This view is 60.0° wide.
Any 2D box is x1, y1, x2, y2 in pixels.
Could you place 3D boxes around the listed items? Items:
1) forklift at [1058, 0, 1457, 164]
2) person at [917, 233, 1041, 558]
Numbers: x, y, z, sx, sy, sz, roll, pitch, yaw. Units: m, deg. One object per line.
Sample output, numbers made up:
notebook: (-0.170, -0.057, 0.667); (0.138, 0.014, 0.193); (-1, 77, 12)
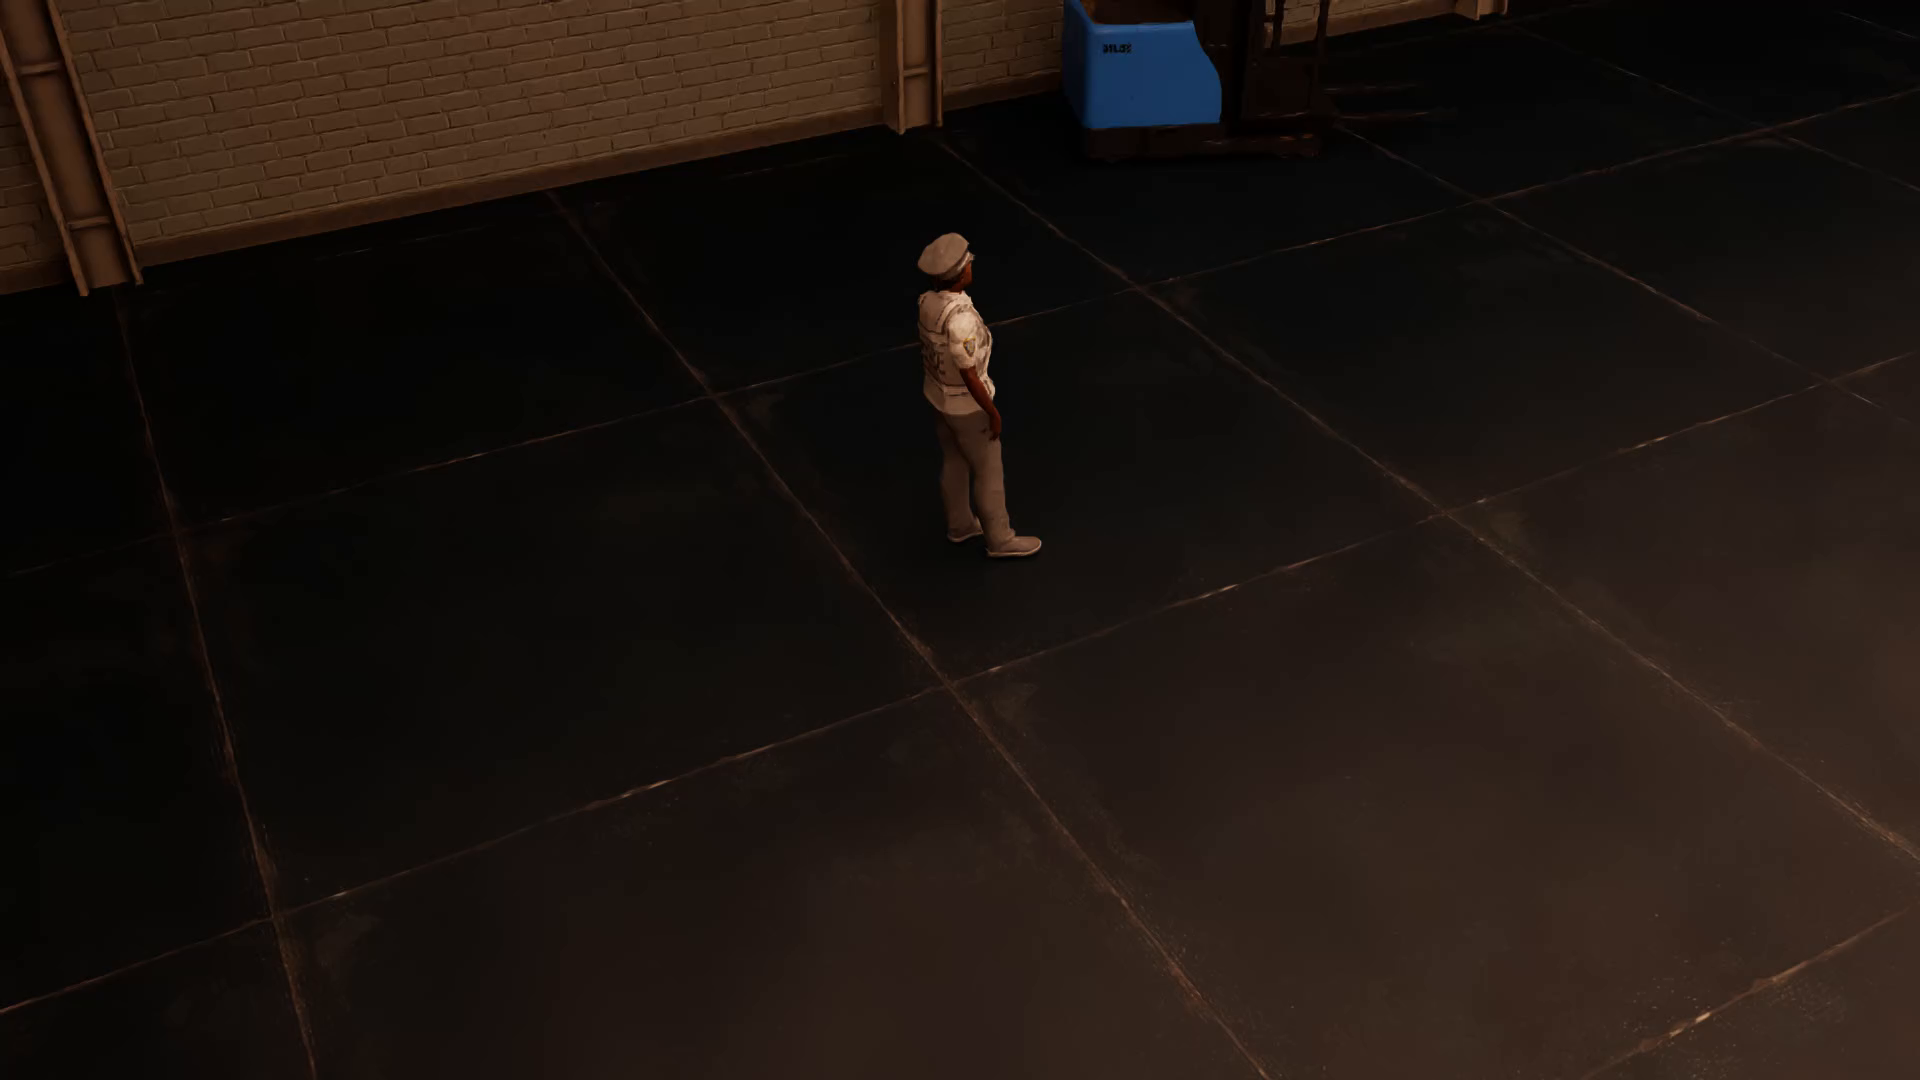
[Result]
forklift: (2.348, -4.442, 12.407); (3.031, 2.935, 1.130); (-5, 36, -7)
person: (0.075, -0.709, 8.183); (0.529, 1.695, 0.570); (-17, 39, -23)
